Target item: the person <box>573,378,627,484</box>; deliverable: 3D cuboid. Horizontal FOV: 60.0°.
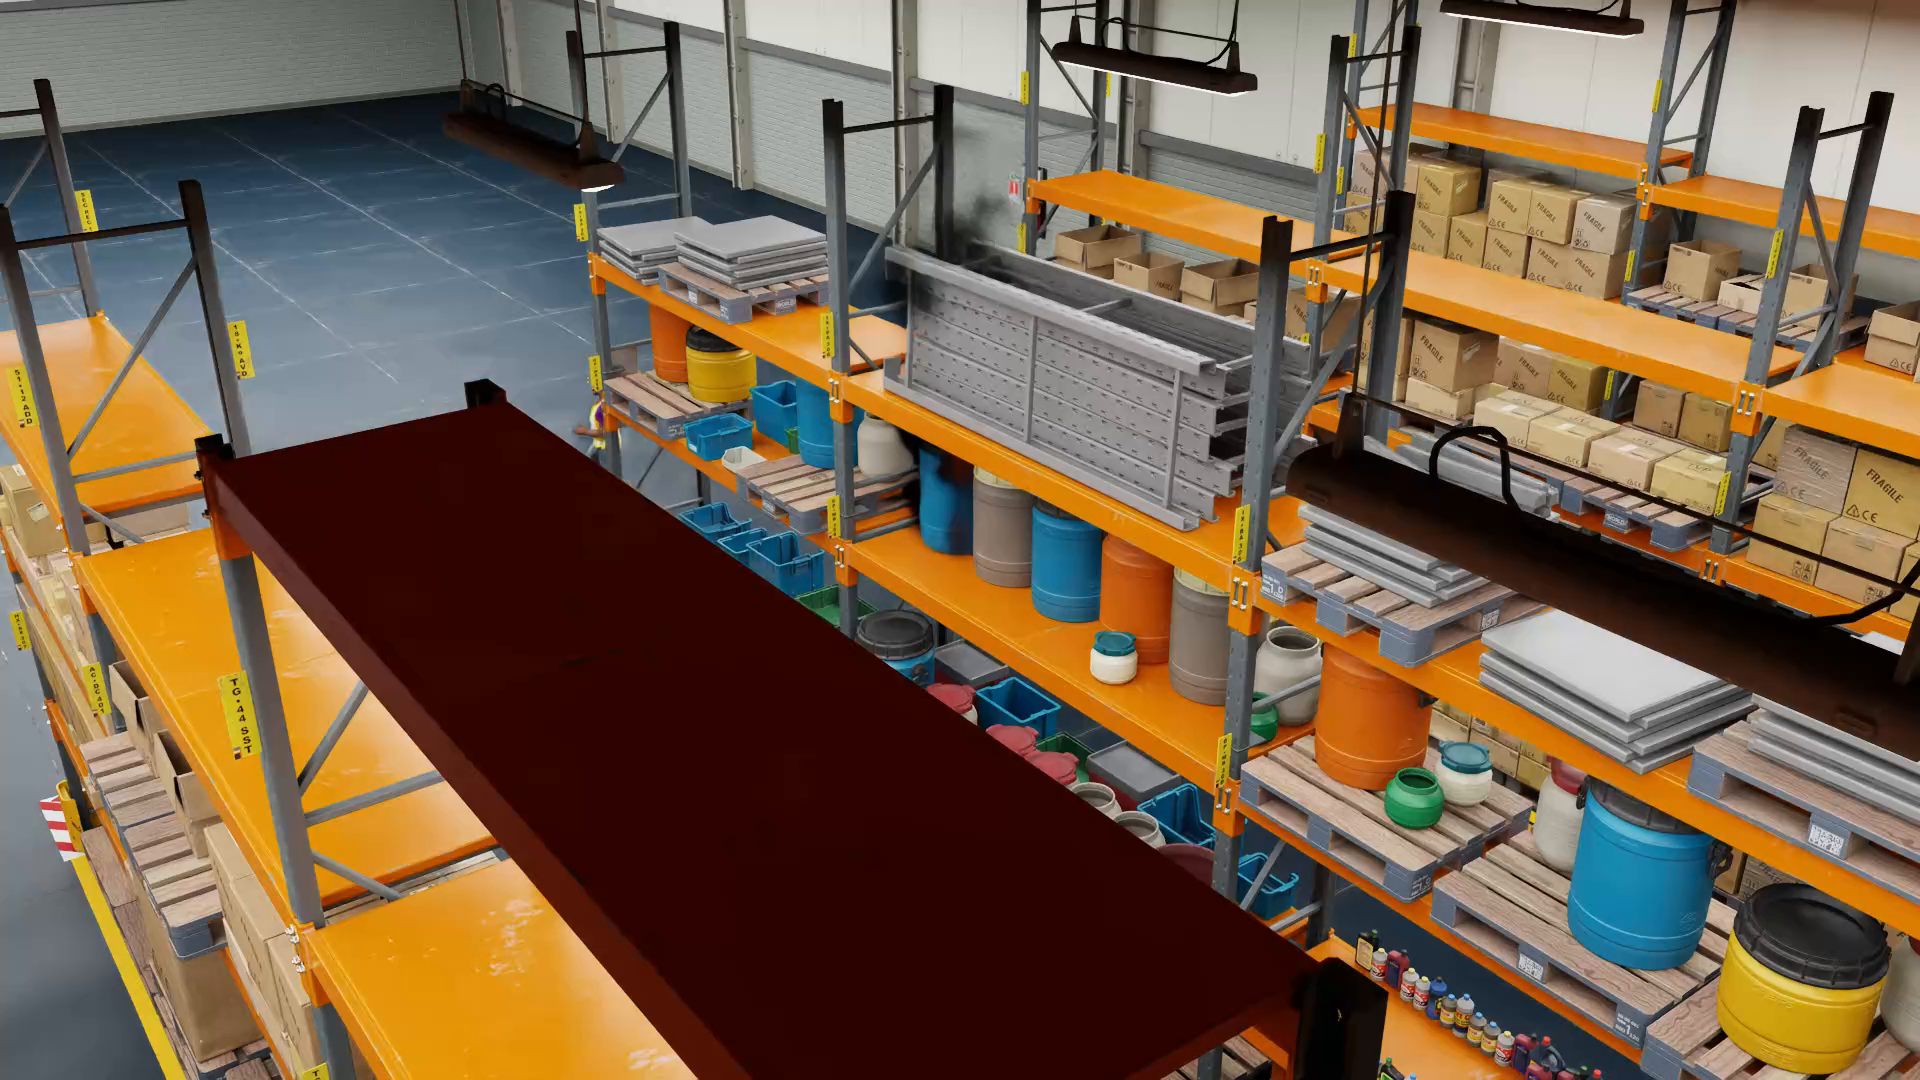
[{"bbox_3d":[-4.143,-1.124,19.318,0.667,1.740,0.684,-6,25,-12],"label":"person"}]
